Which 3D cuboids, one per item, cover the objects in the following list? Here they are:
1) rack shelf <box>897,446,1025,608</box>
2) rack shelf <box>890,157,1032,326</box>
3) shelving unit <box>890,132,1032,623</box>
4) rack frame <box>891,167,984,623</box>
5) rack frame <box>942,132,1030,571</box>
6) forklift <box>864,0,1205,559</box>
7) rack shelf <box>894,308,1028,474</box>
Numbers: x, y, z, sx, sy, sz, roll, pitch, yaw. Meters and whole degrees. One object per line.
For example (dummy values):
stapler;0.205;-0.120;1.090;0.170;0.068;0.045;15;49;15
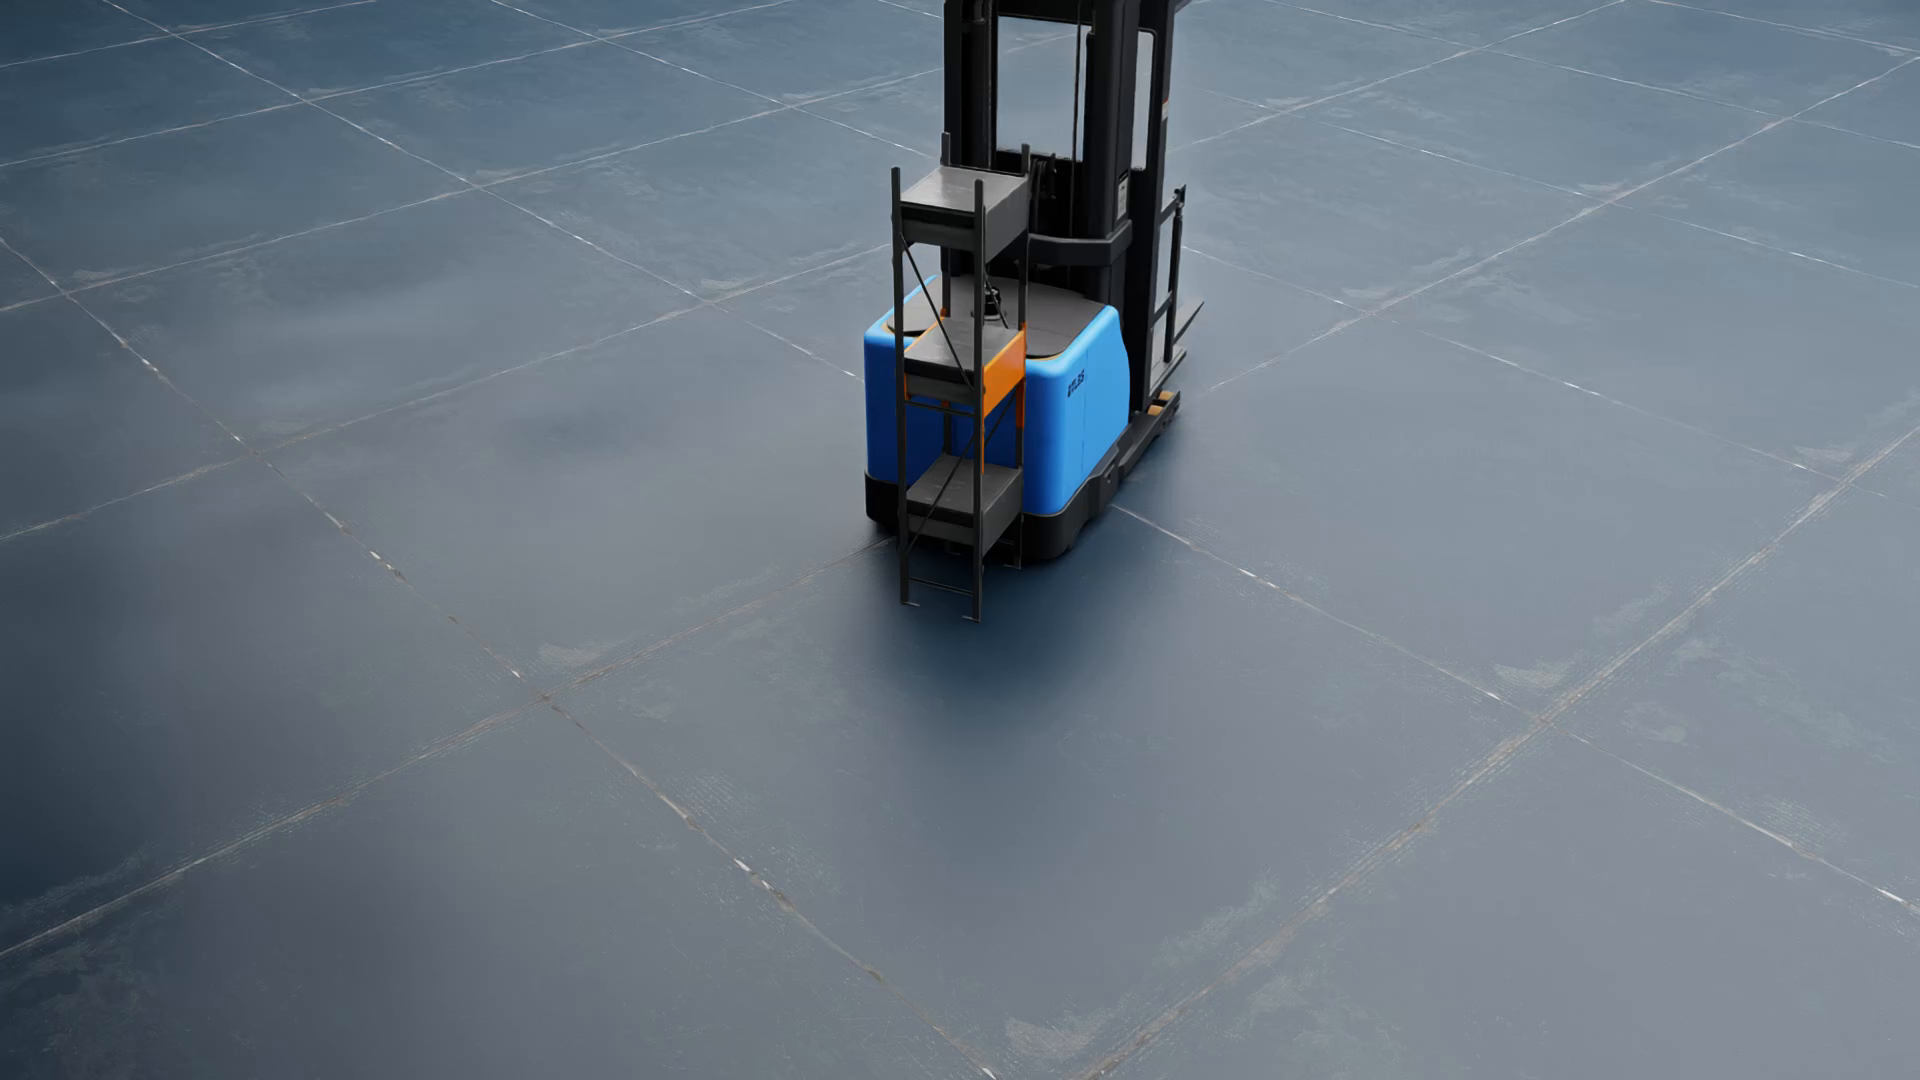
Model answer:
rack shelf;0.009;-0.067;7.714;0.431;0.518;0.480;13;34;20
rack shelf;0.009;-1.261;6.984;0.431;0.518;0.480;13;34;20
shelving unit;0.009;-0.675;7.342;0.431;2.100;0.503;13;34;20
rack frame;-0.090;-0.559;7.151;0.400;2.100;0.015;13;34;20
rack frame;0.108;-0.792;7.532;0.400;2.100;0.015;13;34;20
forklift;0.589;-1.911;8.566;1.130;2.935;3.031;13;34;20
rack shelf;0.009;-0.664;7.349;0.431;0.518;0.480;13;34;20
